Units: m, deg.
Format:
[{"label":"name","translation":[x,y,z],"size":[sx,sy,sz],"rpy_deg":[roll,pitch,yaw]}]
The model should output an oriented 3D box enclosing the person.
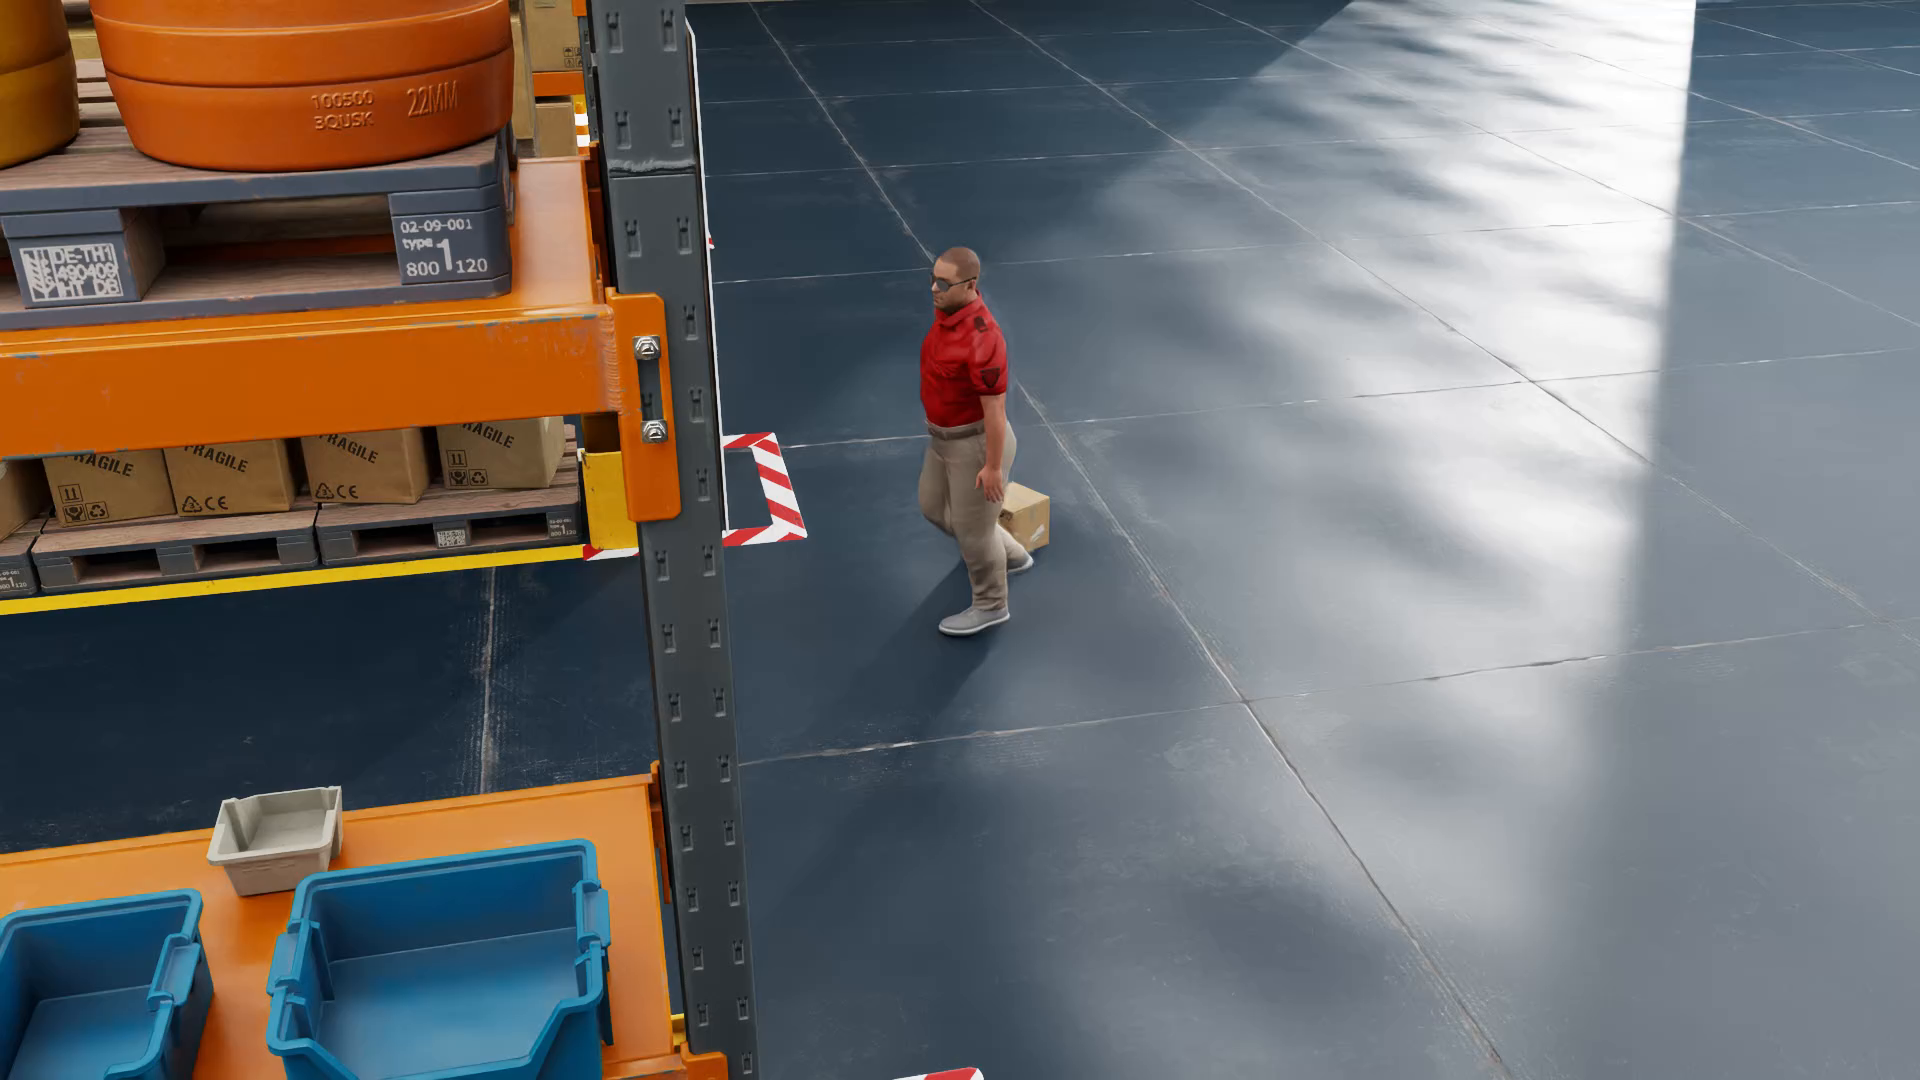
[{"label":"person","translation":[0.068,-0.412,6.942],"size":[0.514,1.718,0.601],"rpy_deg":[-9,28,-18]}]
